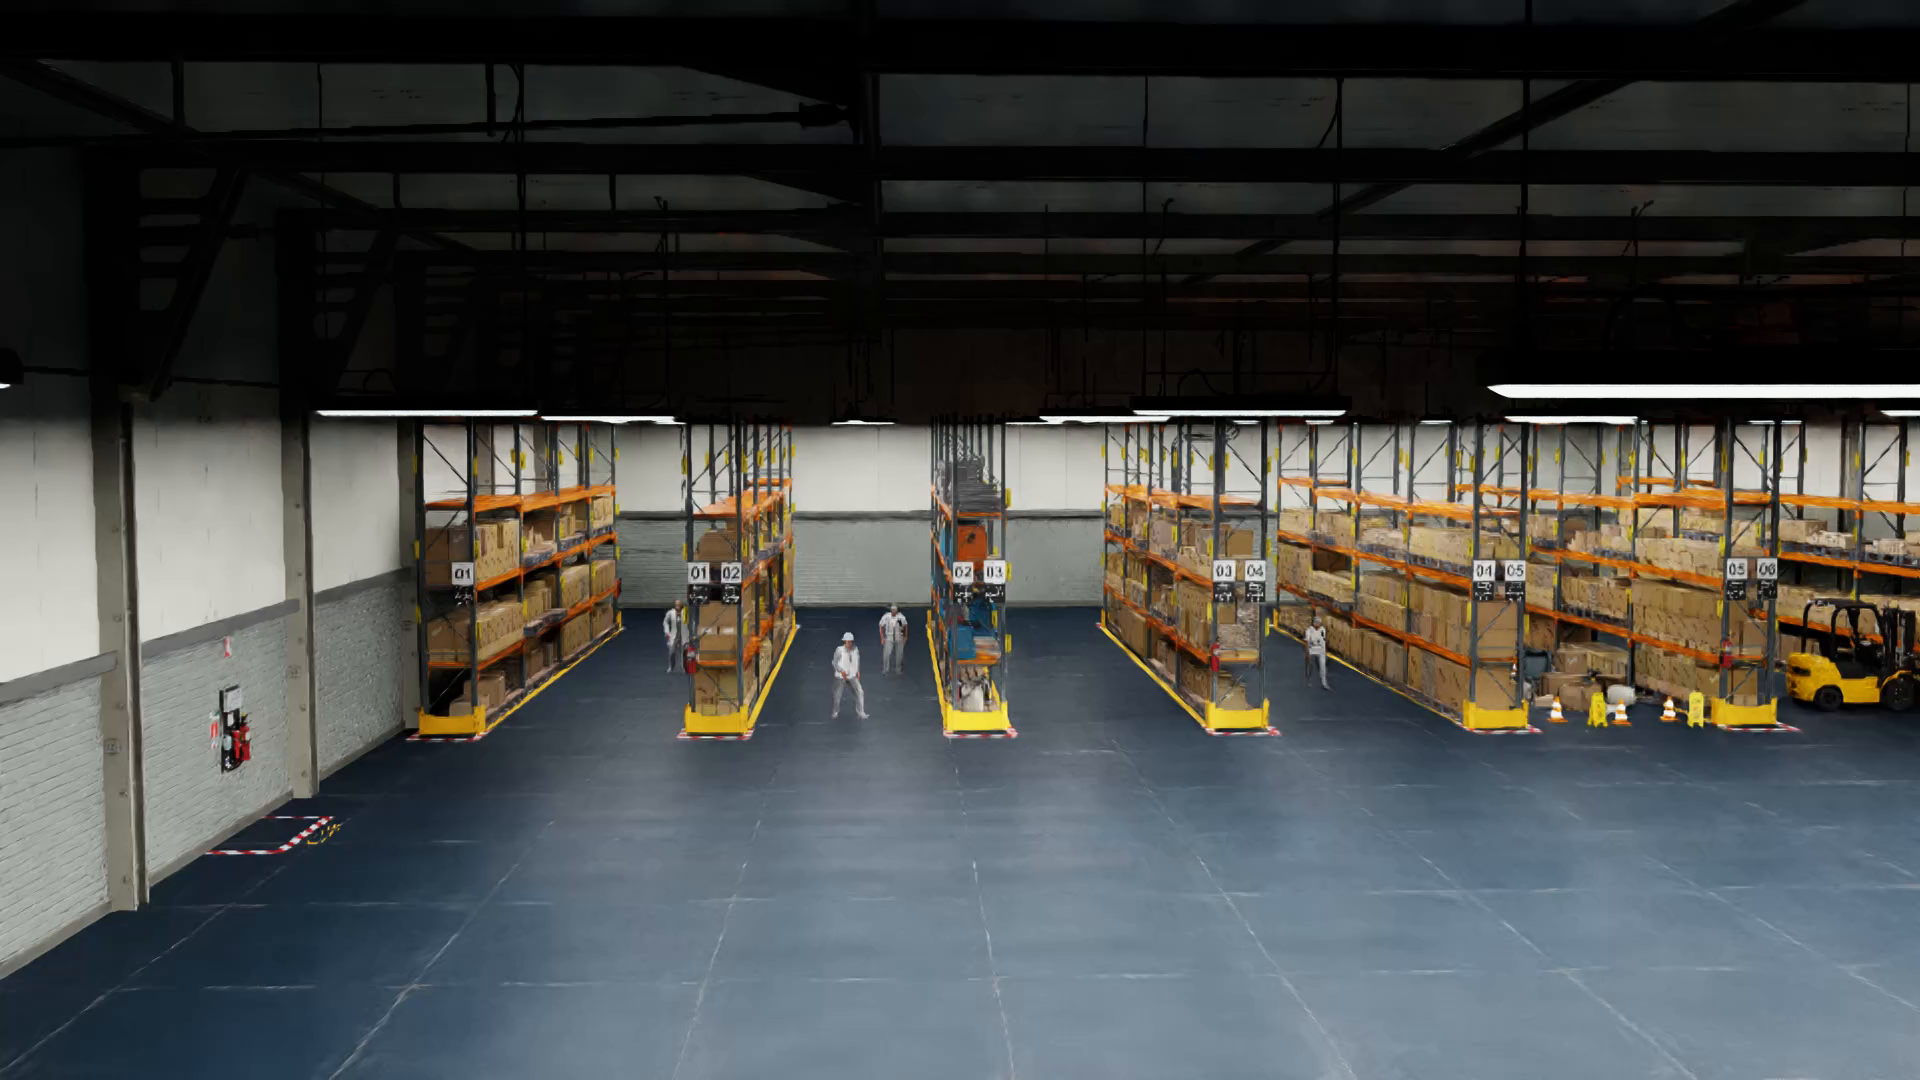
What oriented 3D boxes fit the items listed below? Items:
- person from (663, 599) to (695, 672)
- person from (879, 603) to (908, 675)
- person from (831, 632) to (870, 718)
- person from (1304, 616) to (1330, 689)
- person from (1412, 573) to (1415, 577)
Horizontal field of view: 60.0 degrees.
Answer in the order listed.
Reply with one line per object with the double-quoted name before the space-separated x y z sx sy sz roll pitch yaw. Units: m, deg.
"person" -6.547 2.226 38.743 0.729 1.734 0.538 0 4 -3
"person" -1.529 2.268 38.251 0.682 1.715 0.528 0 4 -4
"person" -2.230 2.608 32.593 0.647 1.648 0.800 -2 4 -23
"person" 7.780 2.443 36.377 0.497 1.583 1.090 0 4 0
"person" 12.567 1.745 46.241 0.464 1.697 0.471 0 4 7
